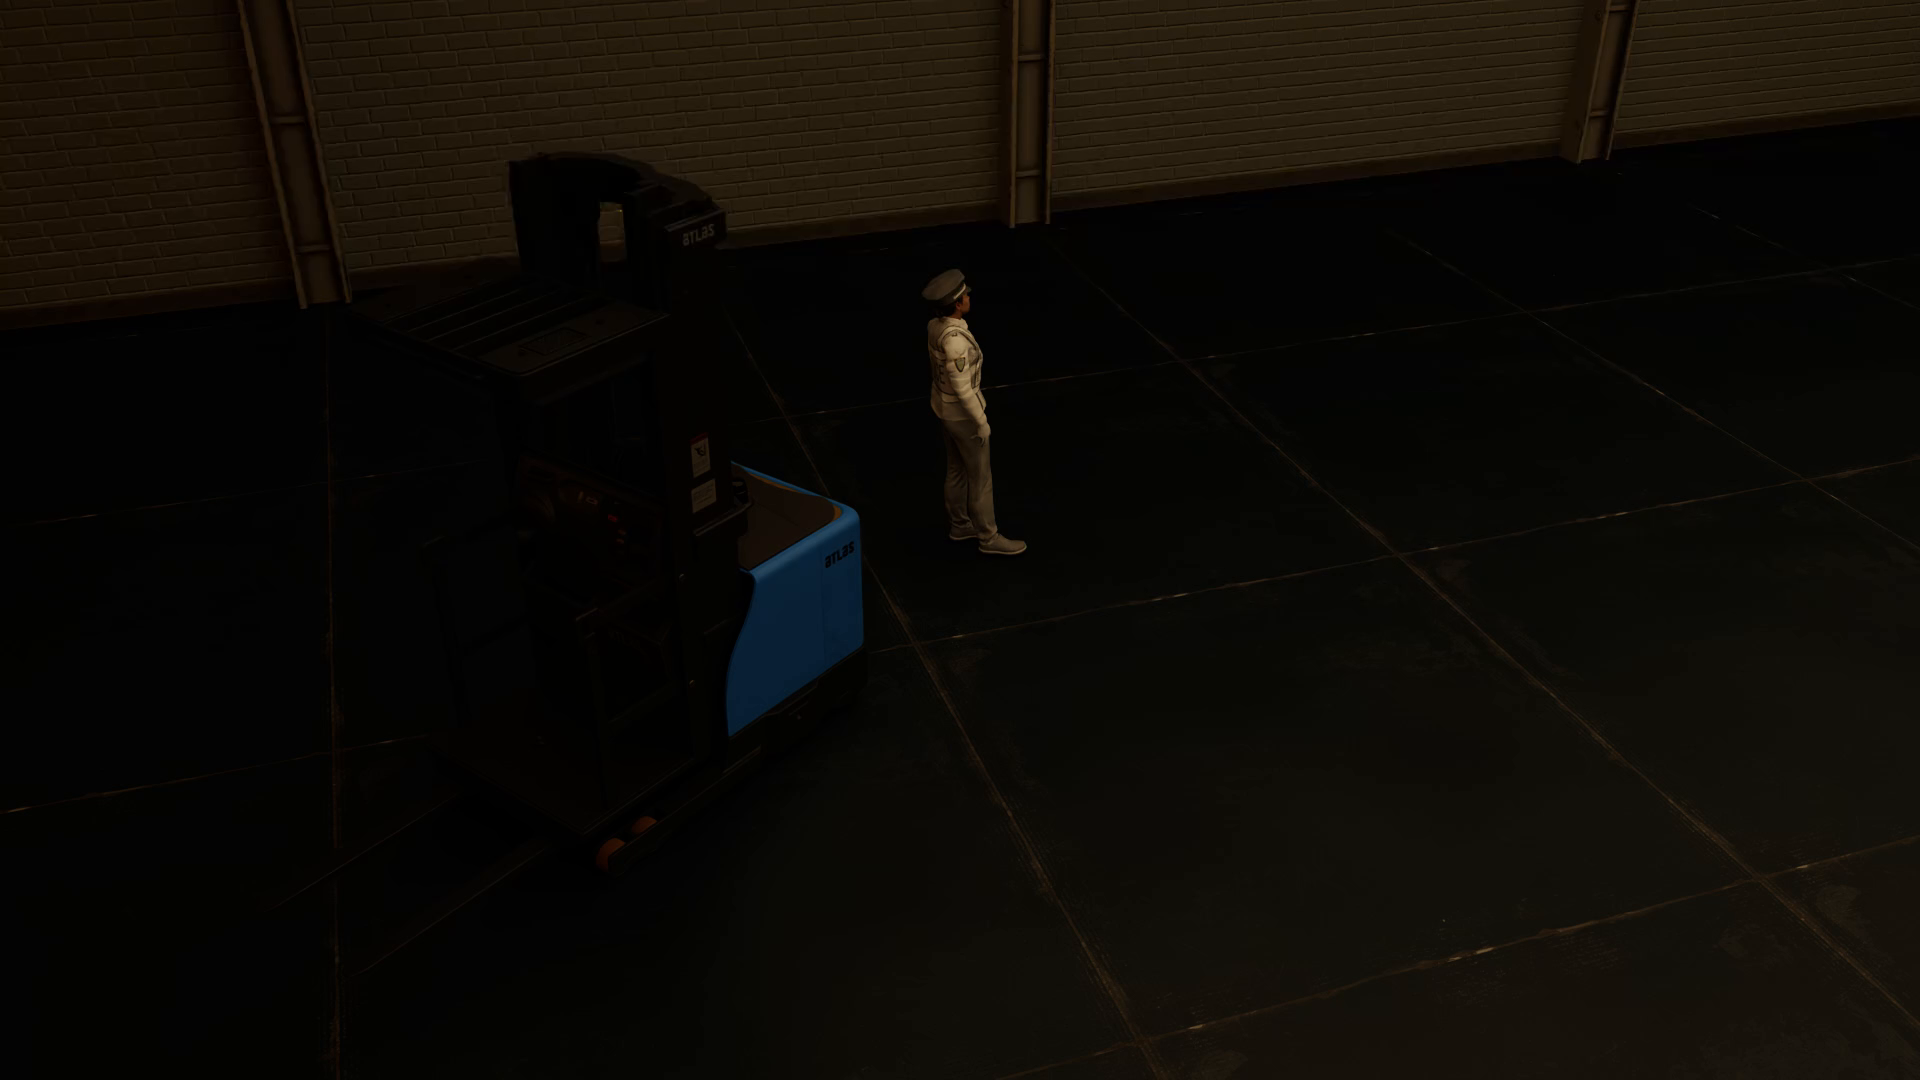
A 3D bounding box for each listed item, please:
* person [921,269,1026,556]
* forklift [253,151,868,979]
[{"bbox_3d":[0.065,-0.748,9.613,0.533,1.696,0.588,-10,31,-16],"label":"person"},{"bbox_3d":[-1.765,-0.048,7.170,1.130,2.935,3.031,21,36,32],"label":"forklift"}]
